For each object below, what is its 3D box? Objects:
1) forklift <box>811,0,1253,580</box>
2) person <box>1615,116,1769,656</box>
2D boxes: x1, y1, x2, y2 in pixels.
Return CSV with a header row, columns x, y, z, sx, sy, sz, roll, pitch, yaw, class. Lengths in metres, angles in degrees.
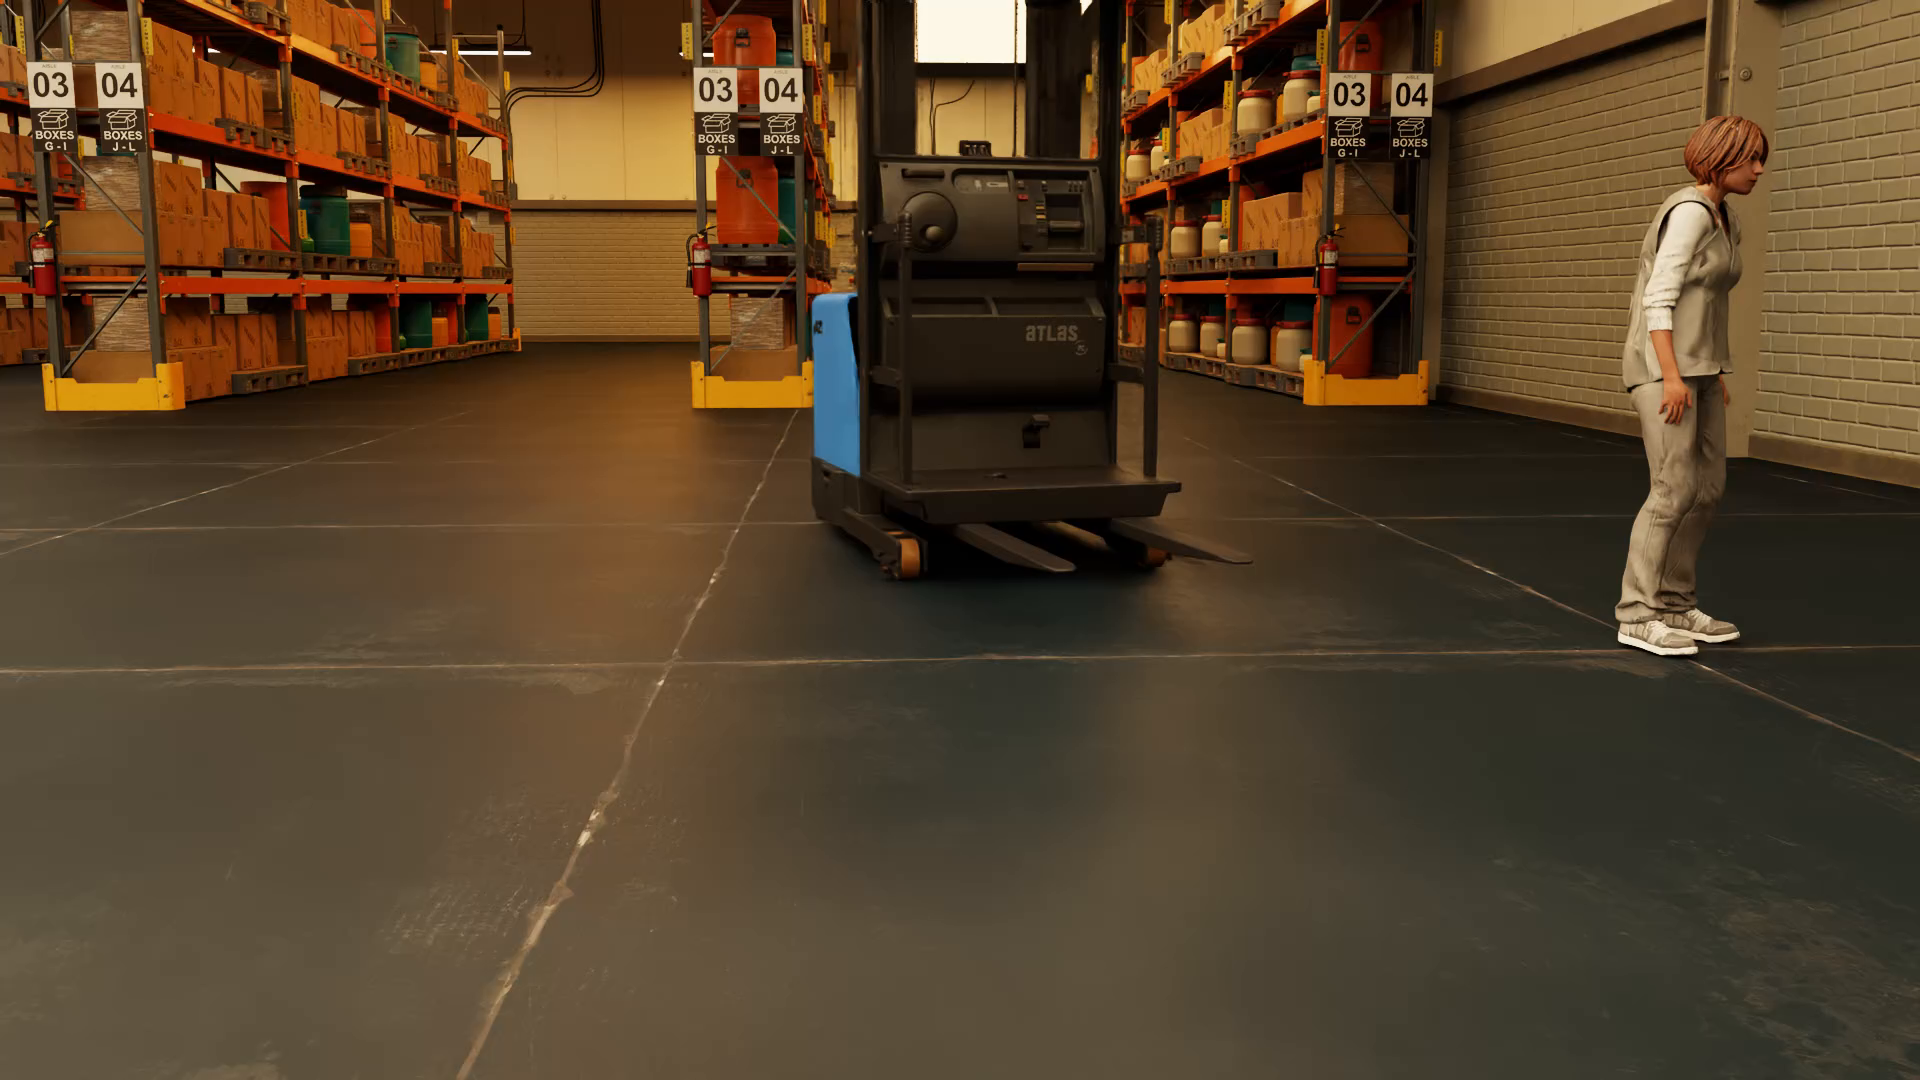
x,y,z,sx,sy,sz,roll,pitch,yaw,class
0.196,-1.360,6.489,1.130,2.935,3.031,-2,9,-16,forklift
2.206,-0.464,5.054,0.347,1.580,0.483,8,11,42,person
